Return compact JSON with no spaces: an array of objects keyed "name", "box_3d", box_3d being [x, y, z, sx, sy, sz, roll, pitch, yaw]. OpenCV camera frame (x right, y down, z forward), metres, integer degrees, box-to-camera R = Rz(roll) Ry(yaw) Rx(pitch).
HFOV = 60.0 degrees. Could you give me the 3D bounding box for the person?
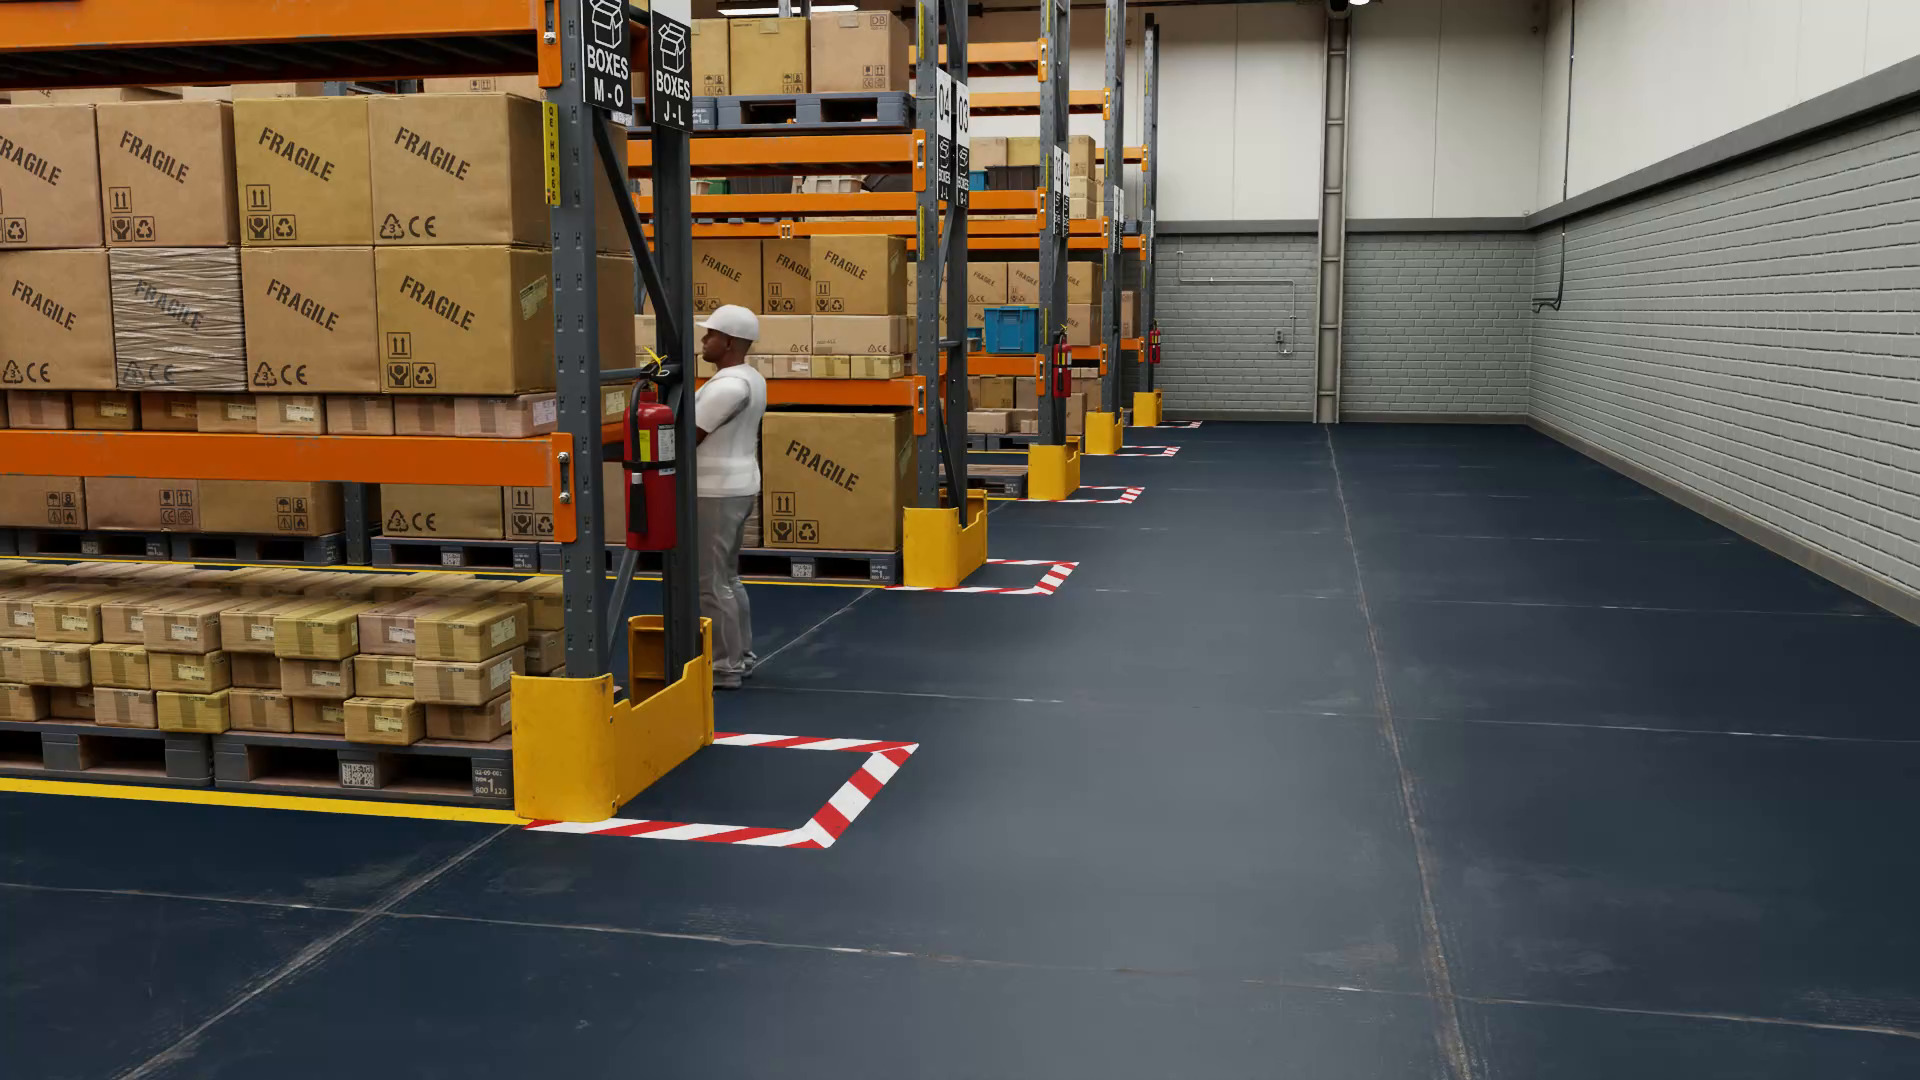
[{"name":"person","box_3d":[-1.194,-0.202,7.703,0.577,1.761,0.502,0,8,2]}]
